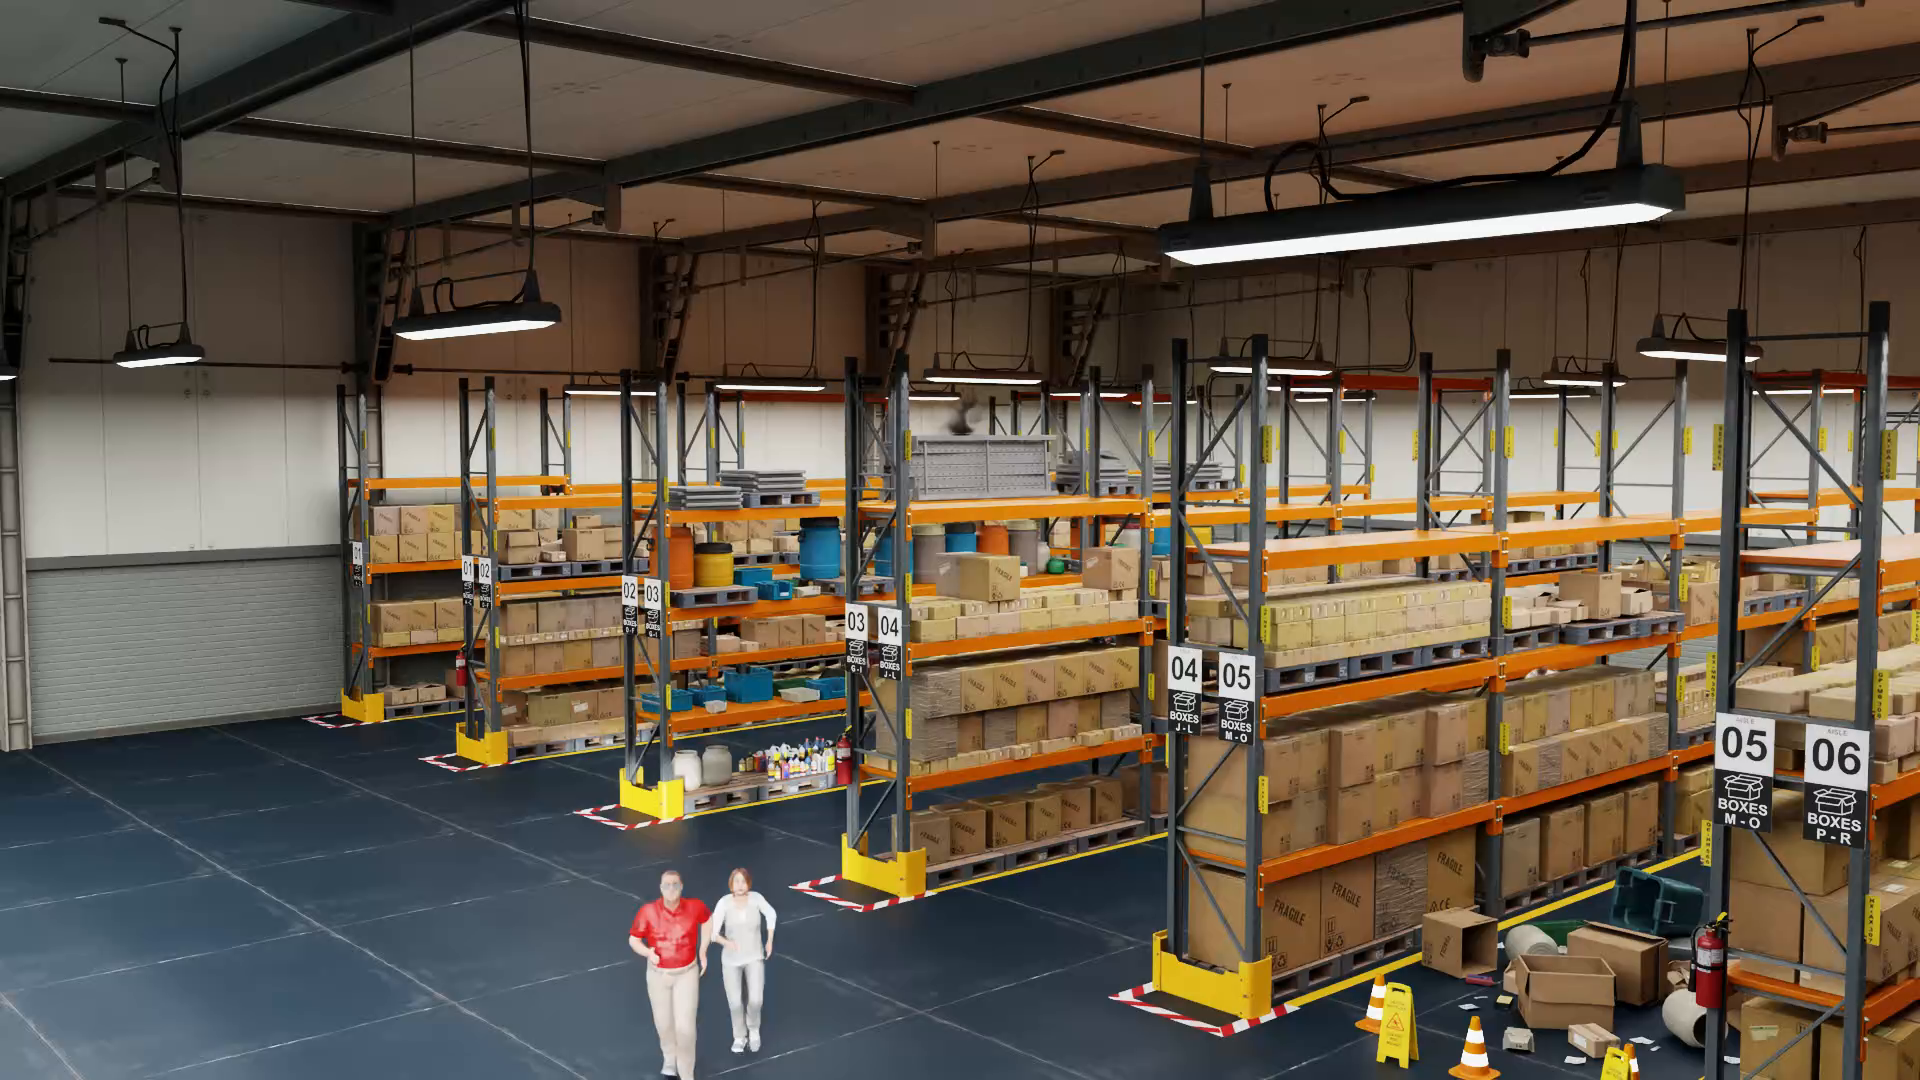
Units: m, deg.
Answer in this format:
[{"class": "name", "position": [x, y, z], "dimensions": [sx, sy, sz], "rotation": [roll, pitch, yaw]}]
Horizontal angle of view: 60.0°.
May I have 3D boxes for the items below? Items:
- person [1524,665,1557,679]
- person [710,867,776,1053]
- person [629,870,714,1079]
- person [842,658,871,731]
[{"class": "person", "position": [8.875, 2.593, 25.323], "dimensions": [0.683, 1.774, 0.950], "rotation": [3, 5, 40]}, {"class": "person", "position": [-1.780, 3.469, 13.629], "dimensions": [0.559, 1.578, 0.607], "rotation": [-1, 4, -8]}, {"class": "person", "position": [-2.263, 3.473, 13.027], "dimensions": [0.641, 1.788, 0.781], "rotation": [0, 4, -4]}, {"class": "person", "position": [-1.785, 2.515, 27.973], "dimensions": [0.569, 1.634, 0.560], "rotation": [3, 5, 41]}]
